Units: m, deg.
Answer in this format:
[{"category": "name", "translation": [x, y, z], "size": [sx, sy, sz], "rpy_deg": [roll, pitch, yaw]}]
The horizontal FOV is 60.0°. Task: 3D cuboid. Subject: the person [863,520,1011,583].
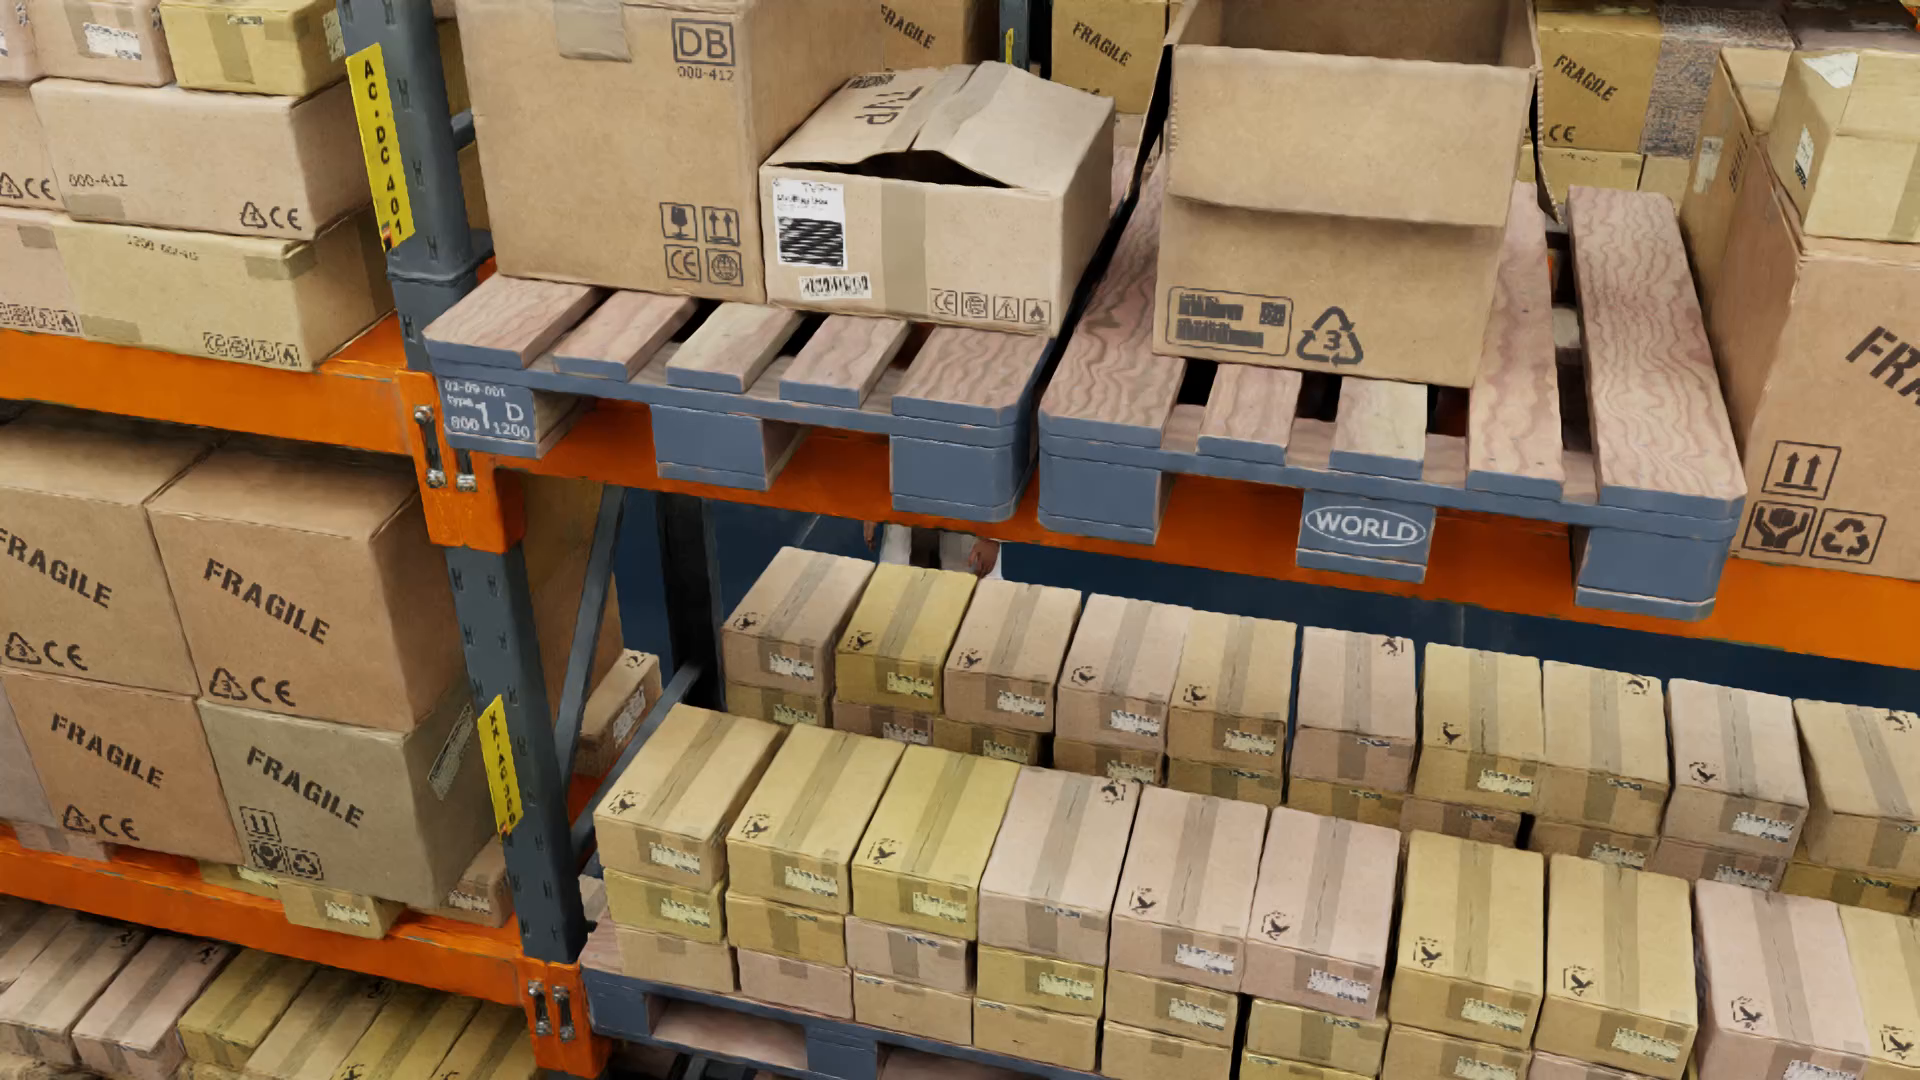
[{"category": "person", "translation": [-0.093, -0.018, 6.169], "size": [0.637, 1.826, 0.433], "rpy_deg": [16, 36, 23]}]
